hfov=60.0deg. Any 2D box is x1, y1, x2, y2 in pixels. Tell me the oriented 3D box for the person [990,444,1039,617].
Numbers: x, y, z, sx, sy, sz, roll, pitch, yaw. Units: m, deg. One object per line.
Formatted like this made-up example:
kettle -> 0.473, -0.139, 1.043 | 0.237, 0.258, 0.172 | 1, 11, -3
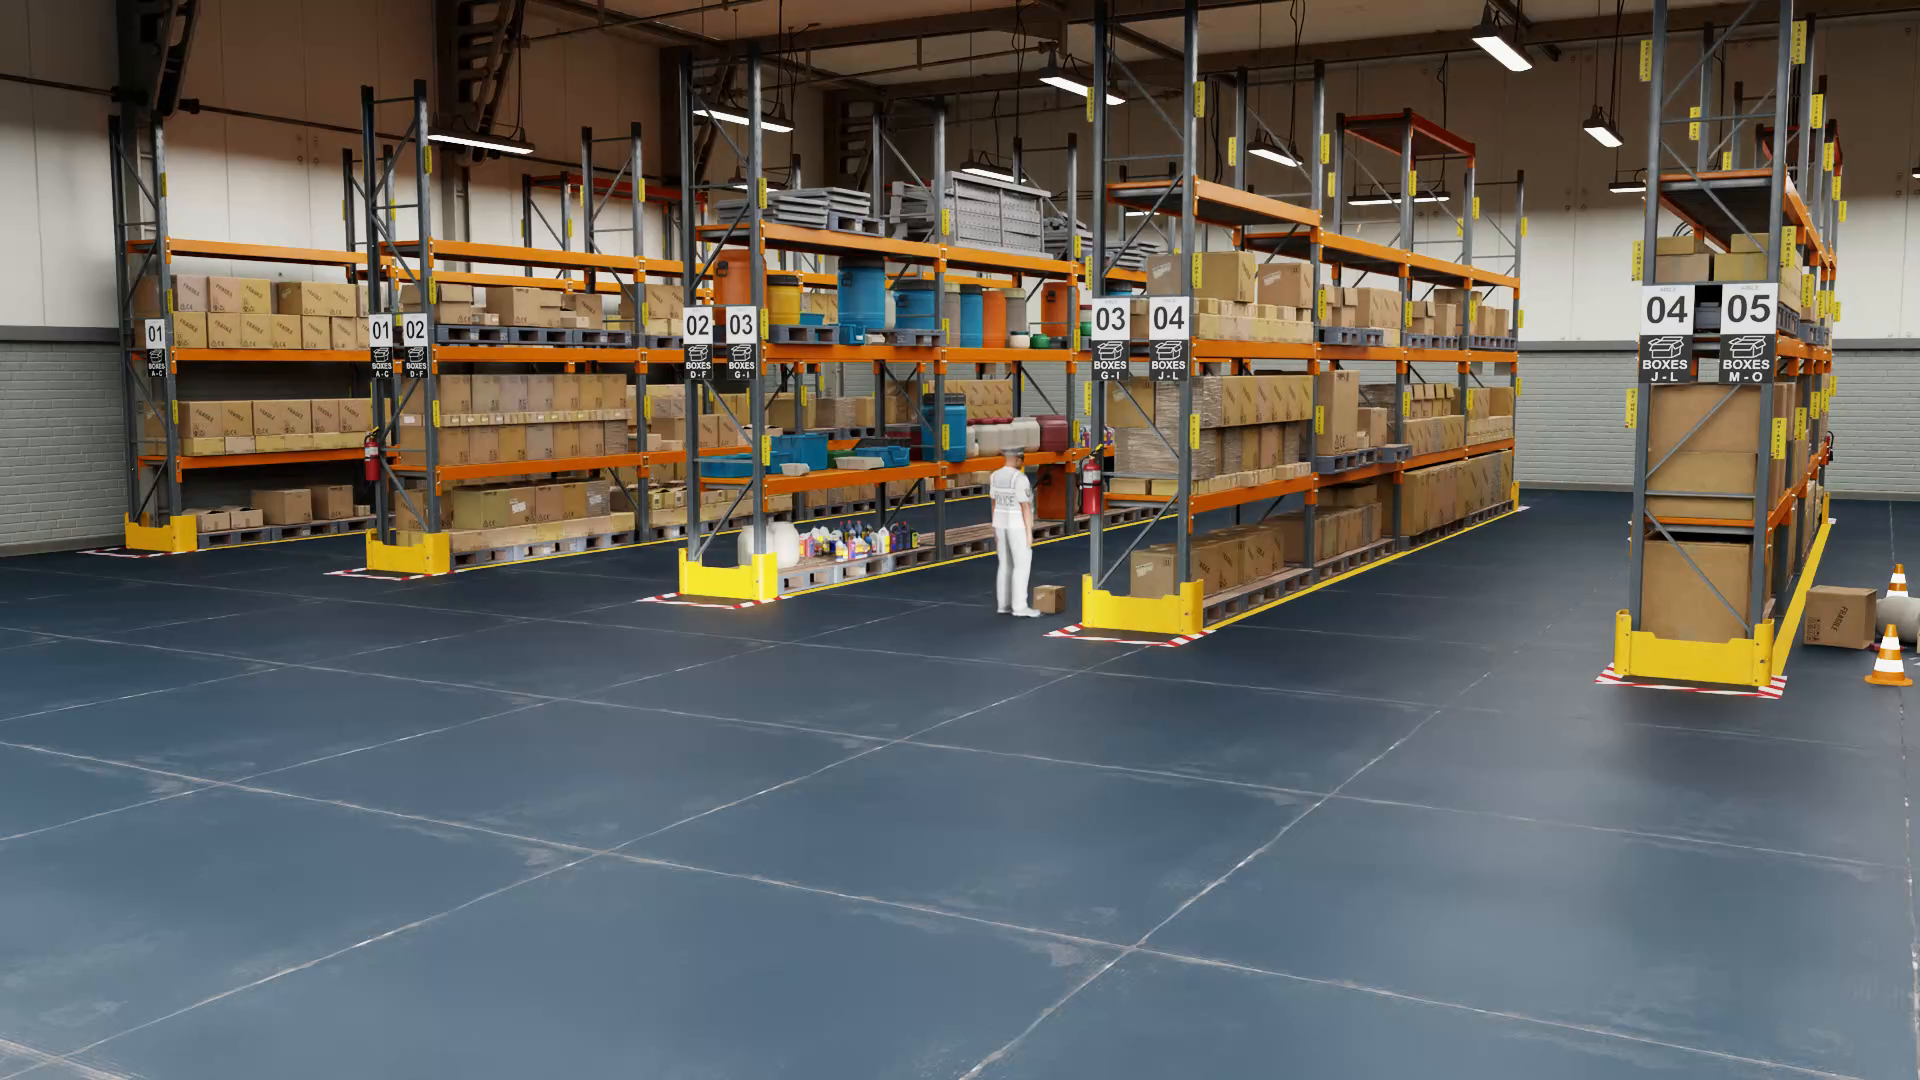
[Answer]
person -> 0.571, -0.099, 17.017 | 0.434, 1.758, 0.543 | -5, 8, -41
